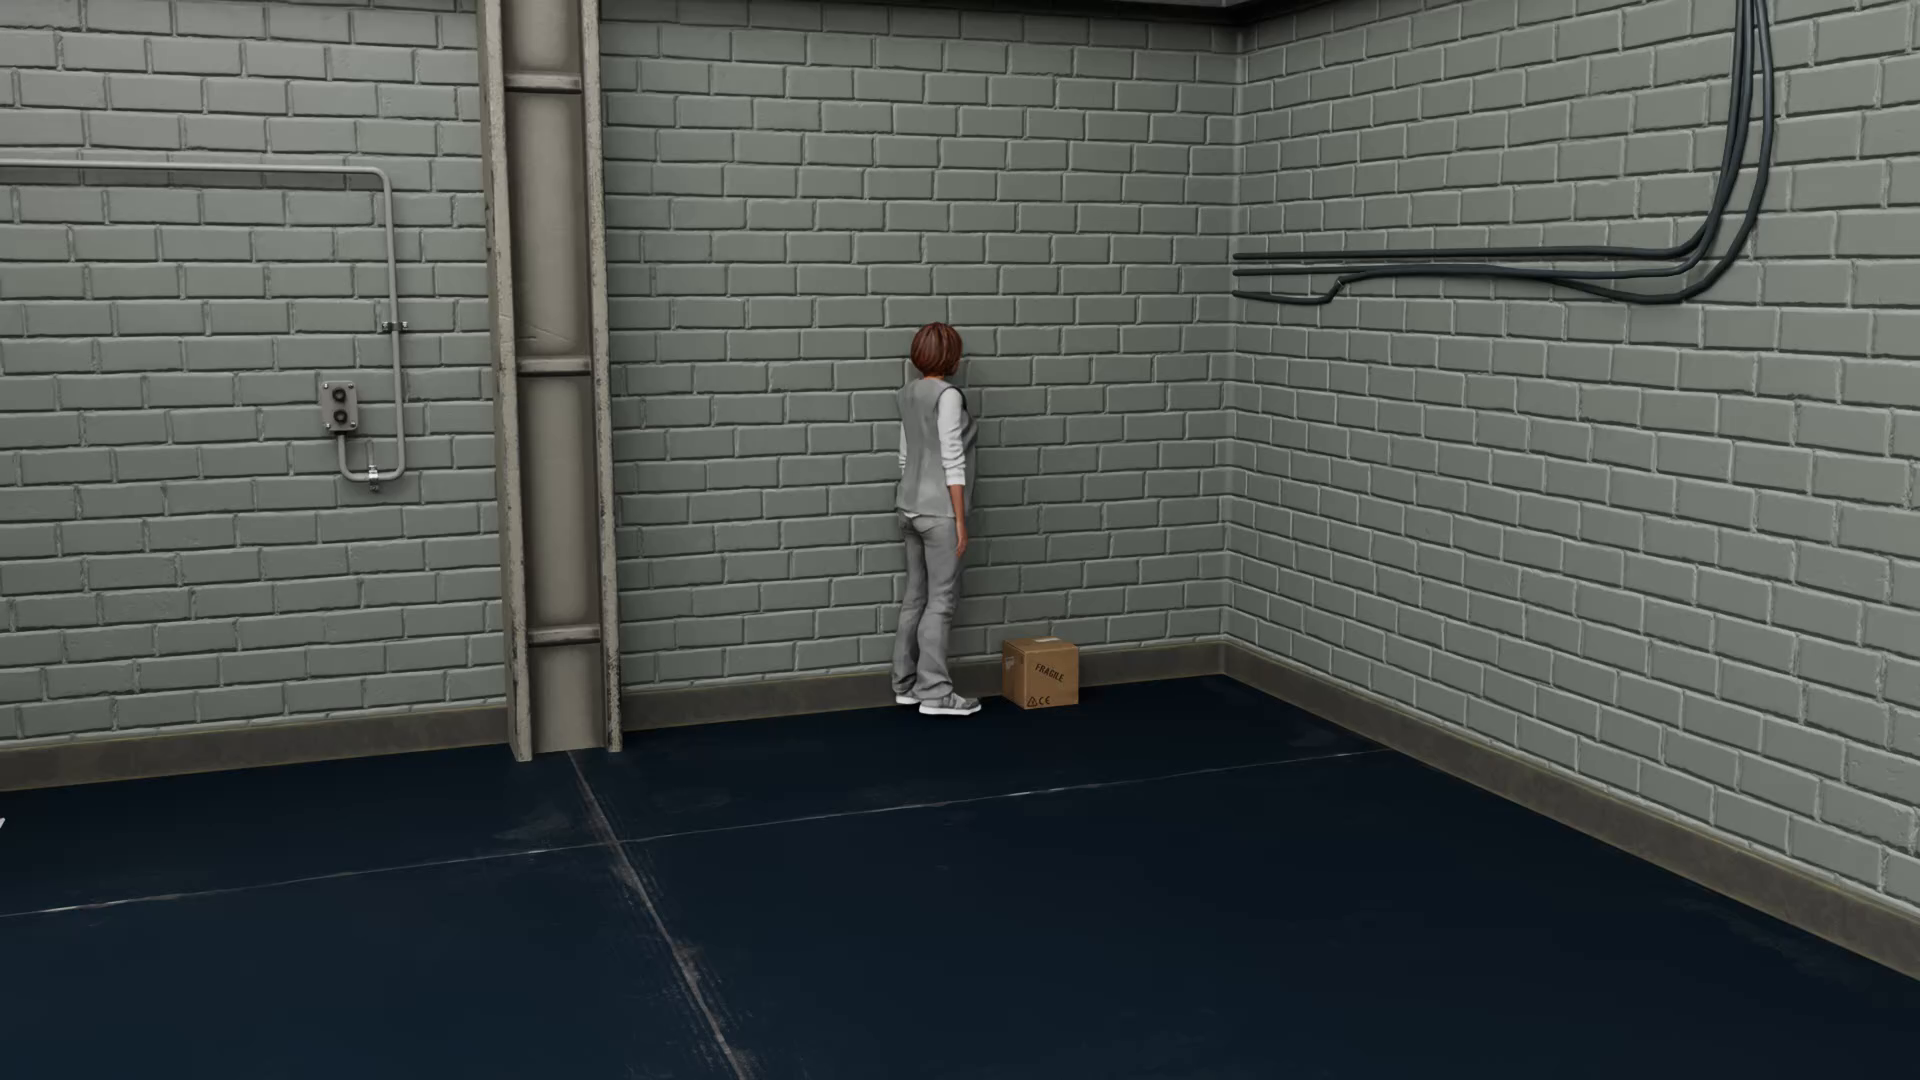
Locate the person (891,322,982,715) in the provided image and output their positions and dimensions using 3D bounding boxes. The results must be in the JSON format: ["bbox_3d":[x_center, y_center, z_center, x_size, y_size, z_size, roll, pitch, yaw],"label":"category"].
[{"bbox_3d":[-0.101,-0.087,6.828,0.331,1.594,0.457,-5,10,-28],"label":"person"}]
